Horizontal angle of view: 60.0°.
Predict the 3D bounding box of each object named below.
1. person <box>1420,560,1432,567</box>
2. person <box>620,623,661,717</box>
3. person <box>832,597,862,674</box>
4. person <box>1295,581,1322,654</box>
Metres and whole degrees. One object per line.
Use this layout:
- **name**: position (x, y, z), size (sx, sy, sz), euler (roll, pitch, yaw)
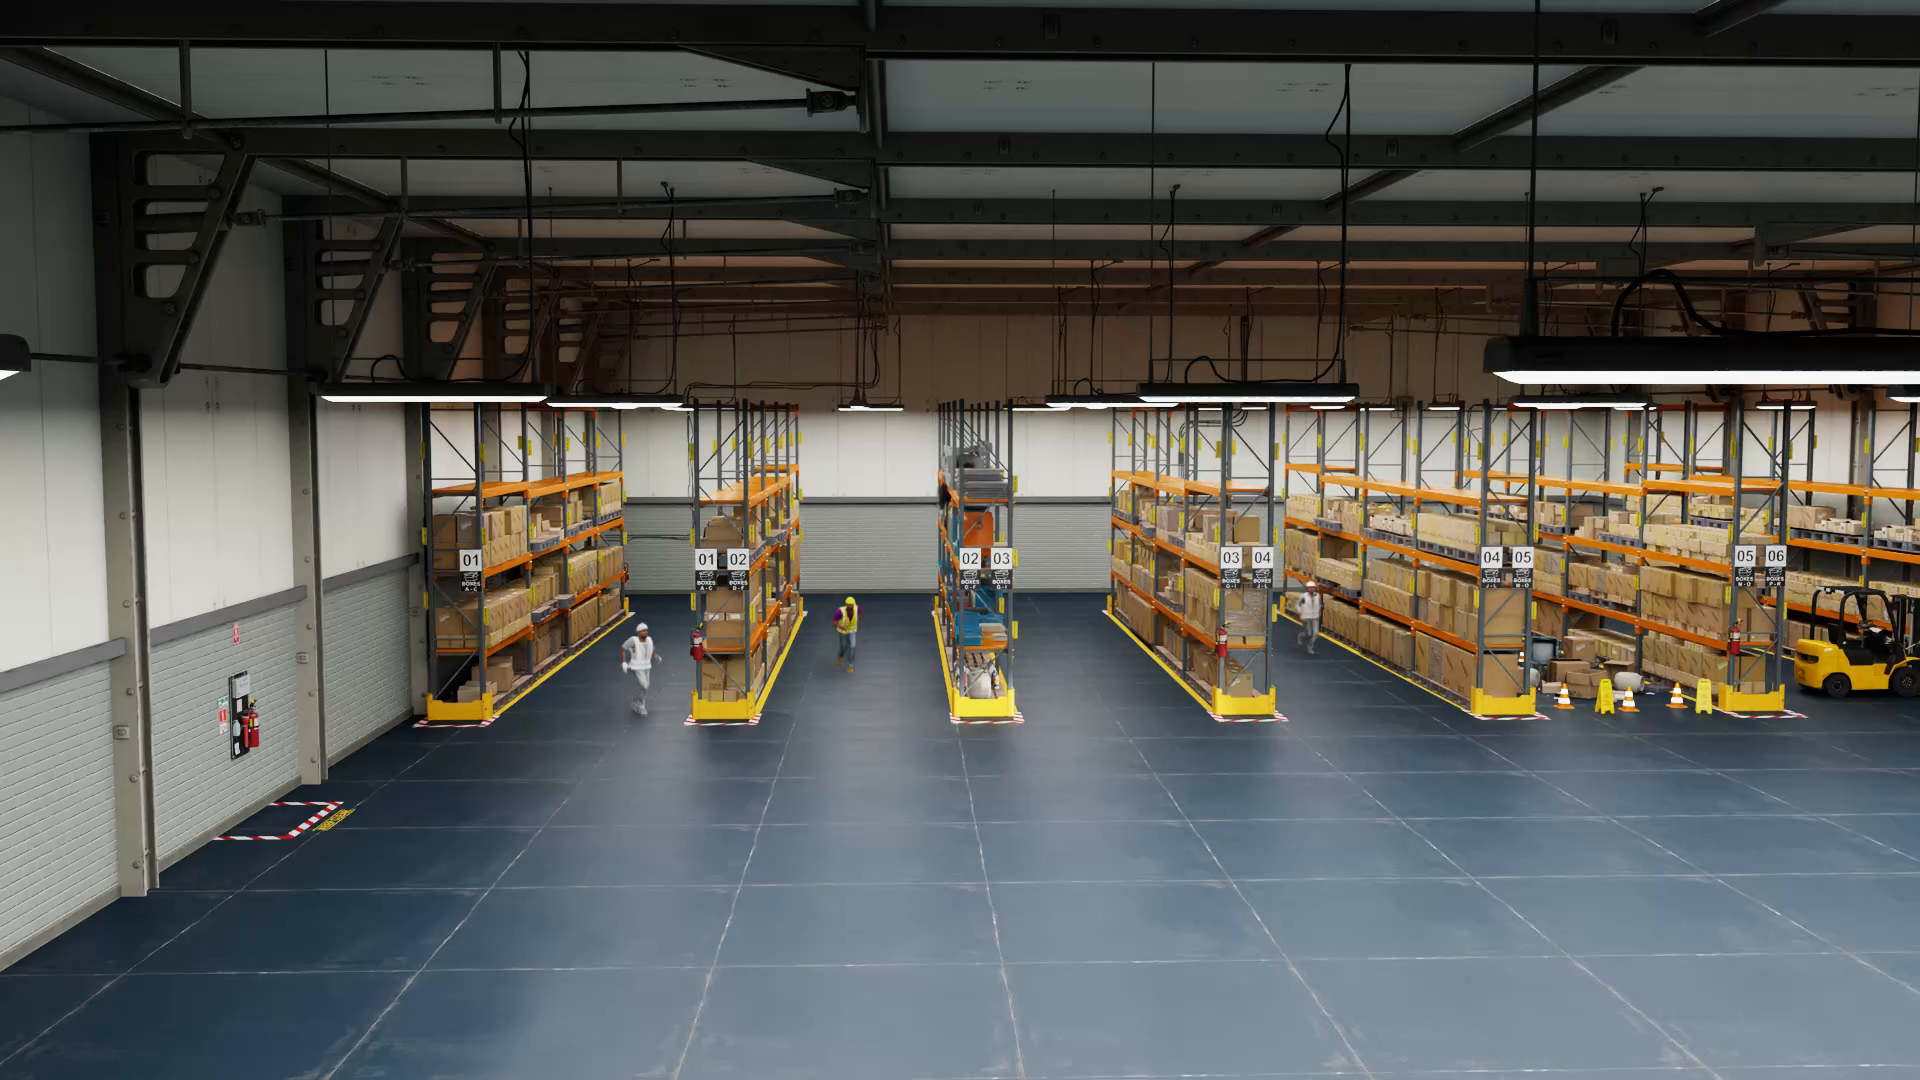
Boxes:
- **person**: position (13.799, 1.077, 49.425), size (0.697, 1.783, 0.641), euler (-1, 4, -14)
- **person**: position (-6.049, 2.462, 31.537), size (0.827, 1.788, 0.646), euler (4, 6, 40)
- **person**: position (-2.541, 2.087, 37.044), size (0.737, 1.715, 1.047), euler (-2, 5, -23)
- **person**: position (8.384, 1.844, 39.946), size (0.667, 1.731, 0.622), euler (-1, 4, -15)
